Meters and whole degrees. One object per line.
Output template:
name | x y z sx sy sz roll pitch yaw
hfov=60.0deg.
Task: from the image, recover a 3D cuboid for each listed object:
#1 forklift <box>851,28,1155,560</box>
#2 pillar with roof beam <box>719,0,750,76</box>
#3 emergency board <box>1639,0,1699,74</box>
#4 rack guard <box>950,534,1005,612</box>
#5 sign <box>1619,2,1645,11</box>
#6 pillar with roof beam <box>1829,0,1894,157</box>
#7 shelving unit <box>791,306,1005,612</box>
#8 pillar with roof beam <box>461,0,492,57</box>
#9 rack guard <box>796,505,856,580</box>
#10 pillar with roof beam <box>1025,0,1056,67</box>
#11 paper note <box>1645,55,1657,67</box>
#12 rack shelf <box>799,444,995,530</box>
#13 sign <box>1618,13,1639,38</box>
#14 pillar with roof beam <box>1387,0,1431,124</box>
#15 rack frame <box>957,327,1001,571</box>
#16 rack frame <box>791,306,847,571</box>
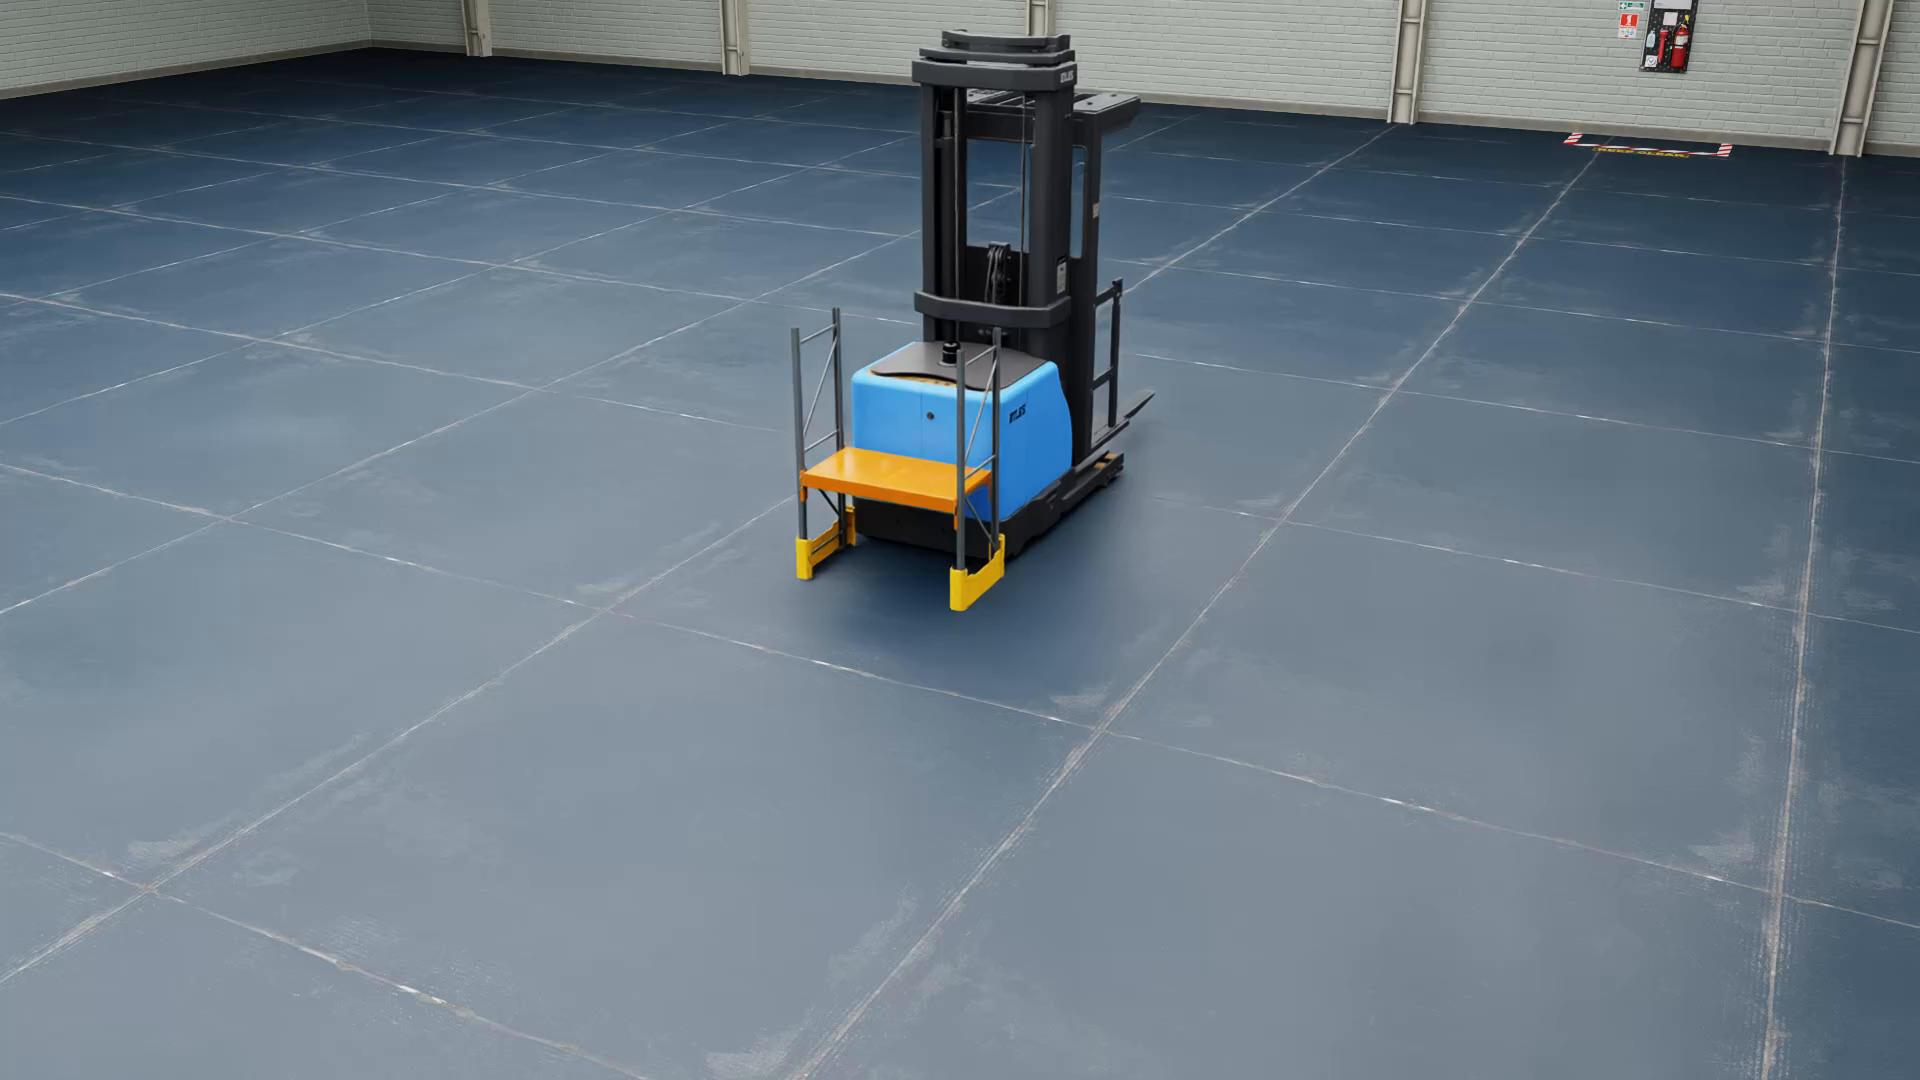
forklift | 0.455 -1.772 10.672 1.130 2.935 3.031 11 25 25
pillar with roof beam | -5.982 -11.062 24.762 0.400 9.000 9.100 11 25 25
emergency board | 9.836 -7.076 23.055 0.643 1.169 0.194 11 25 25
rack guard | 0.103 0.181 9.505 0.087 0.250 0.587 11 25 24
sign | 9.389 -7.466 23.250 0.331 0.109 0.001 11 25 25
pillar with roof beam | 10.082 -7.883 17.288 0.400 9.000 9.100 11 25 25
shelving unit | -0.346 -0.479 9.459 1.083 1.500 0.587 11 25 24
pillar with roof beam | -11.336 -12.121 27.253 0.400 9.000 9.100 11 25 25
rack guard | -0.795 0.012 9.903 0.087 0.250 0.587 11 25 24
pillar with roof beam | -0.627 -10.002 22.271 0.400 9.000 9.100 11 25 25
paper note | 9.709 -6.726 23.358 0.142 0.148 0.016 11 25 25
rack shelf | -0.354 -0.315 9.533 1.000 0.185 0.538 11 25 24
sign | 9.389 -7.226 23.362 0.234 0.329 0.001 11 25 25
pillar with roof beam | 4.728 -8.943 19.779 0.400 9.000 9.100 11 25 25
rack frame | 0.104 -0.394 9.260 0.032 1.500 0.500 11 25 24
rack frame | -0.812 -0.567 9.666 0.032 1.500 0.500 11 25 24
